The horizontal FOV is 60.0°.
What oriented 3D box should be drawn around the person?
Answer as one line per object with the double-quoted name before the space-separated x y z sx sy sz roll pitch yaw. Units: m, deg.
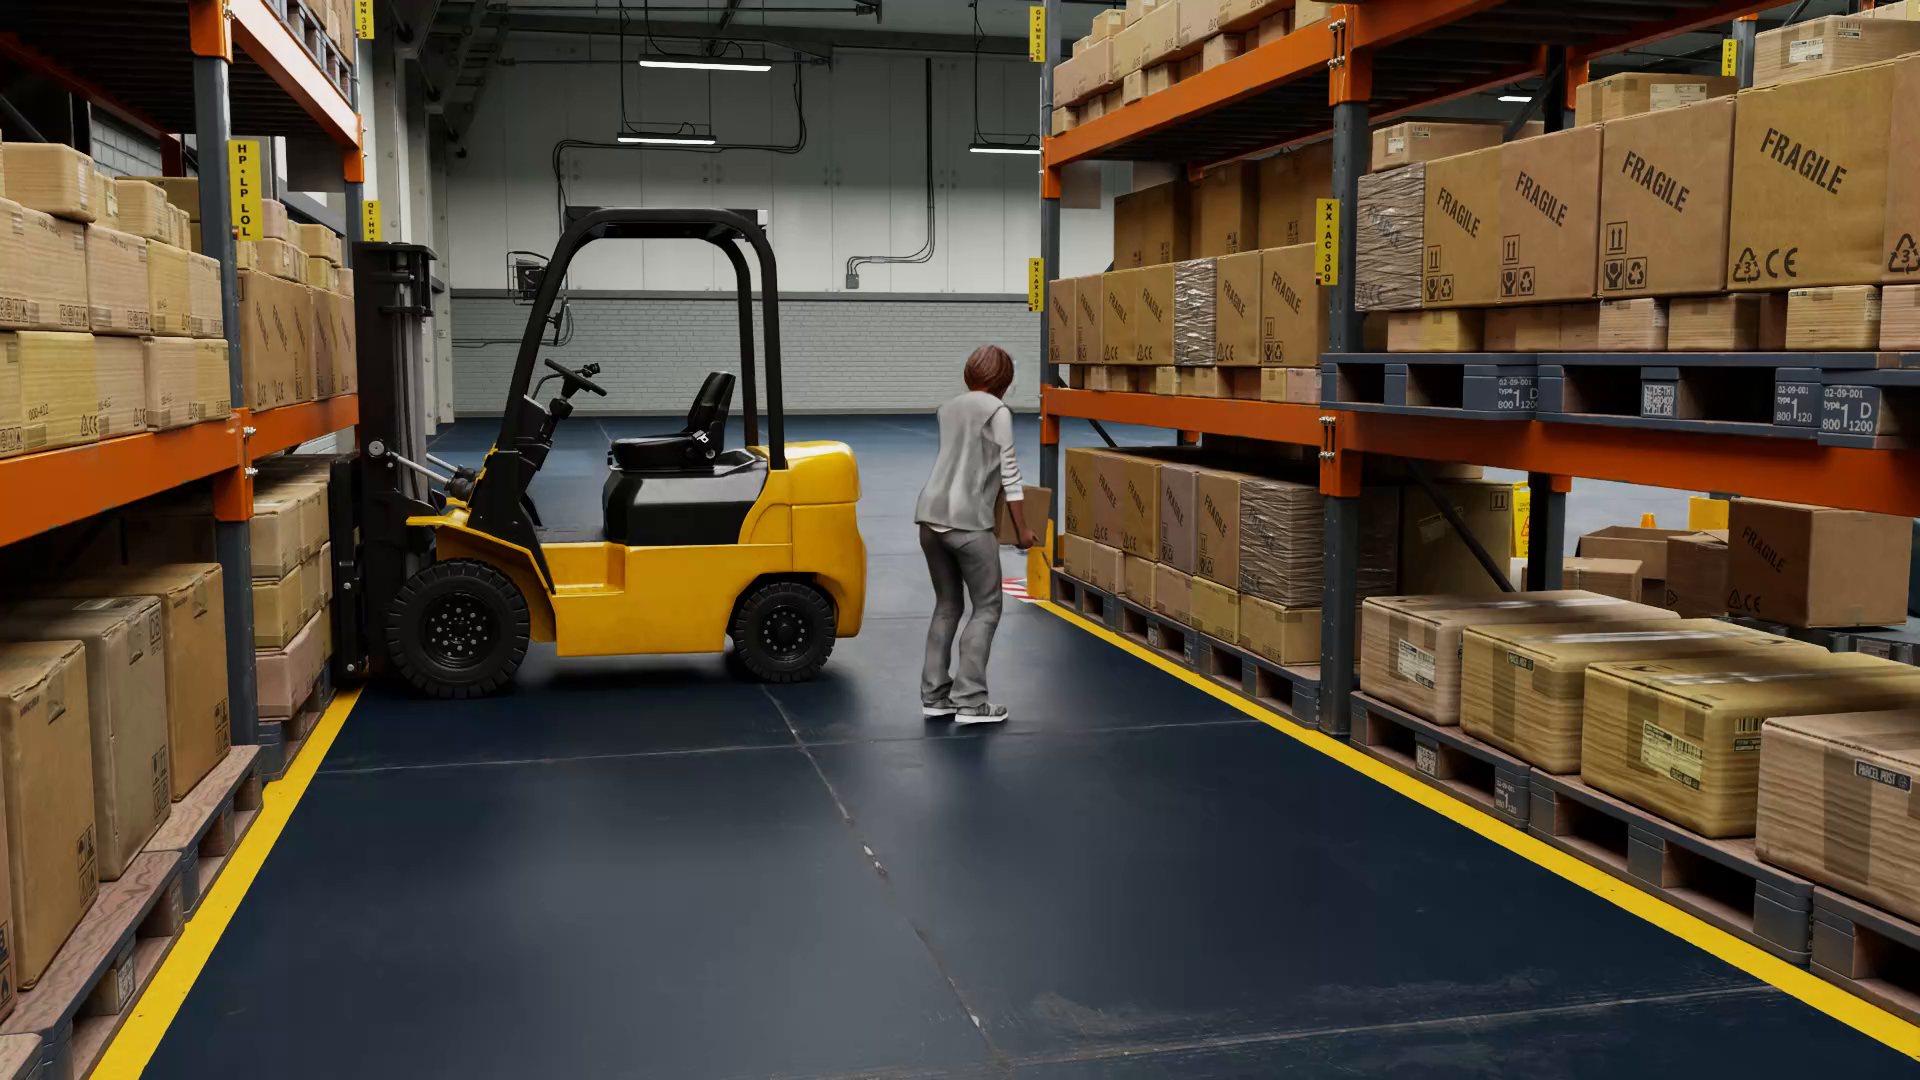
"person" 0.060 -0.031 6.889 0.533 1.552 0.384 -6 9 -44
